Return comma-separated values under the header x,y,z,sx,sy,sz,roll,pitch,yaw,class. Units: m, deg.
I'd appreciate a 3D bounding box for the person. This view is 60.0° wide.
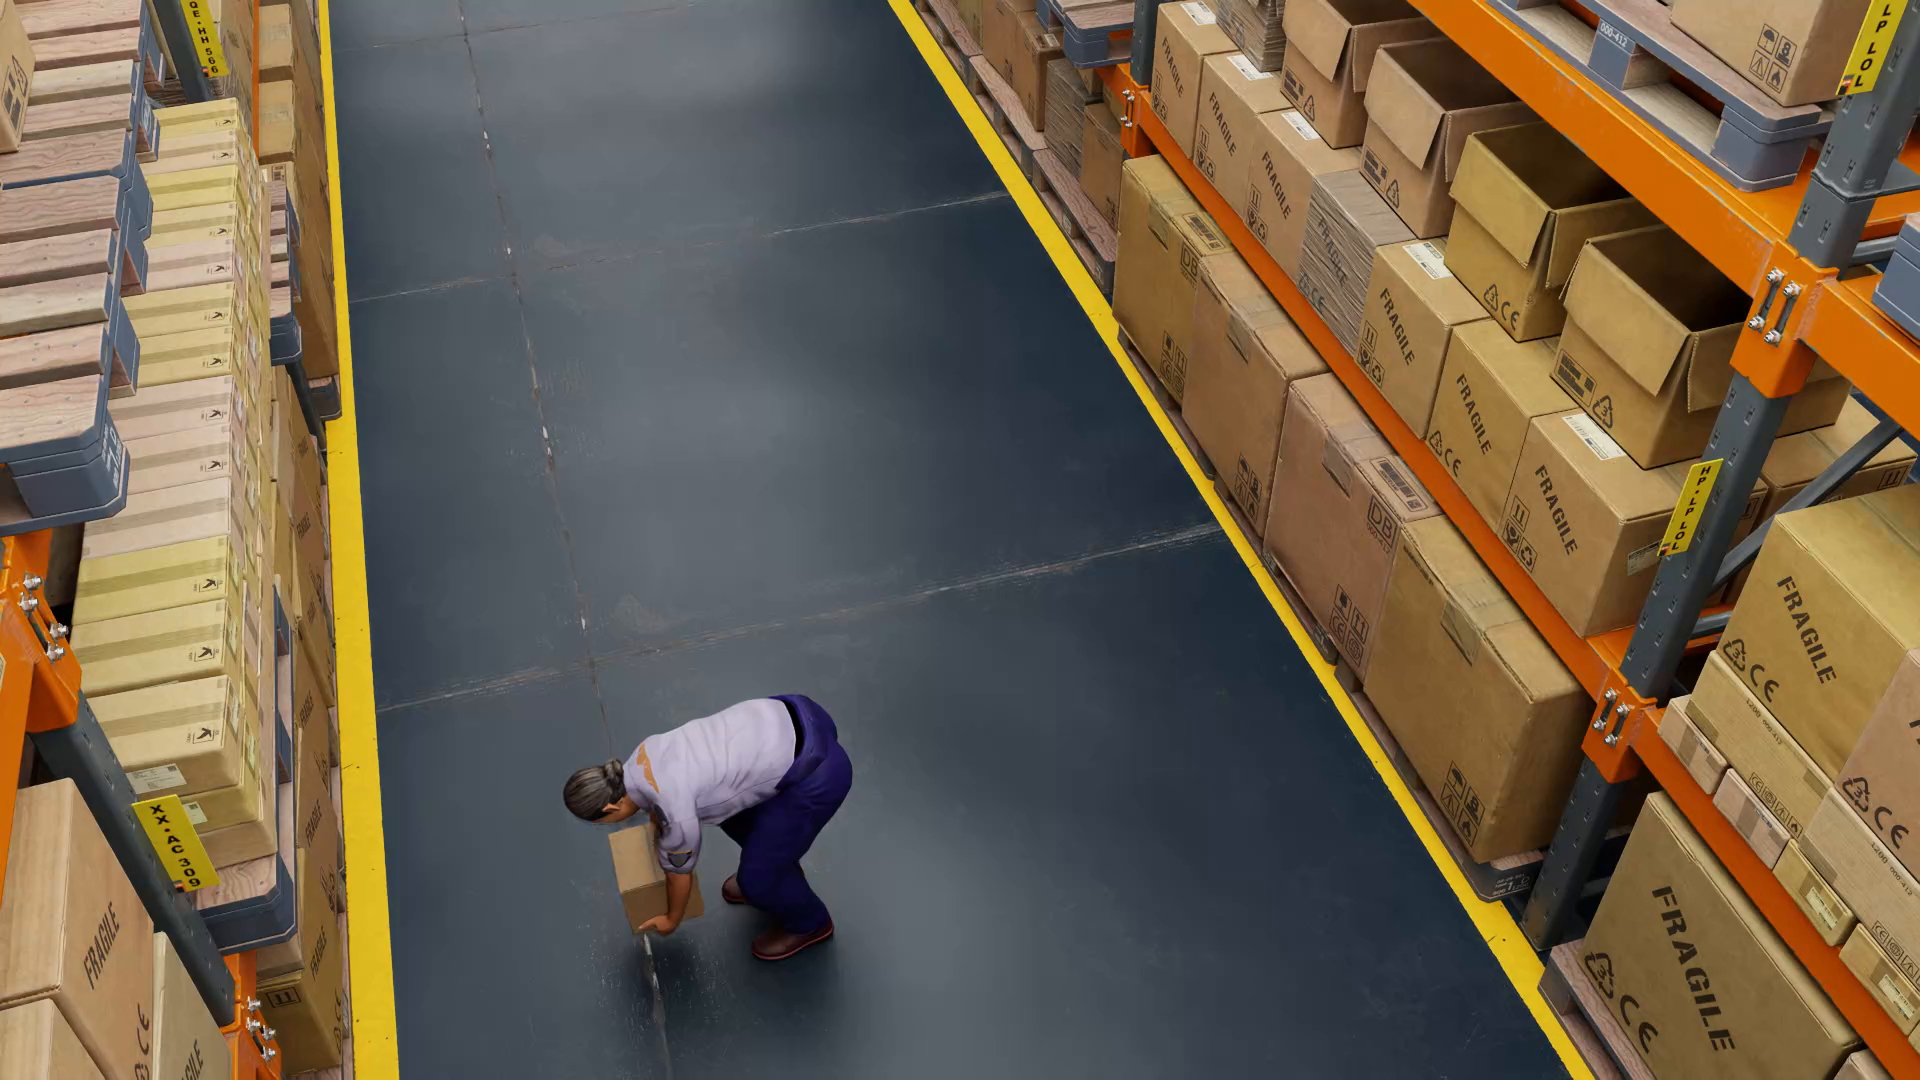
x,y,z,sx,sy,sz,roll,pitch,yaw,class
-0.808,0.999,5.563,0.910,1.001,0.475,-14,44,-14,person
